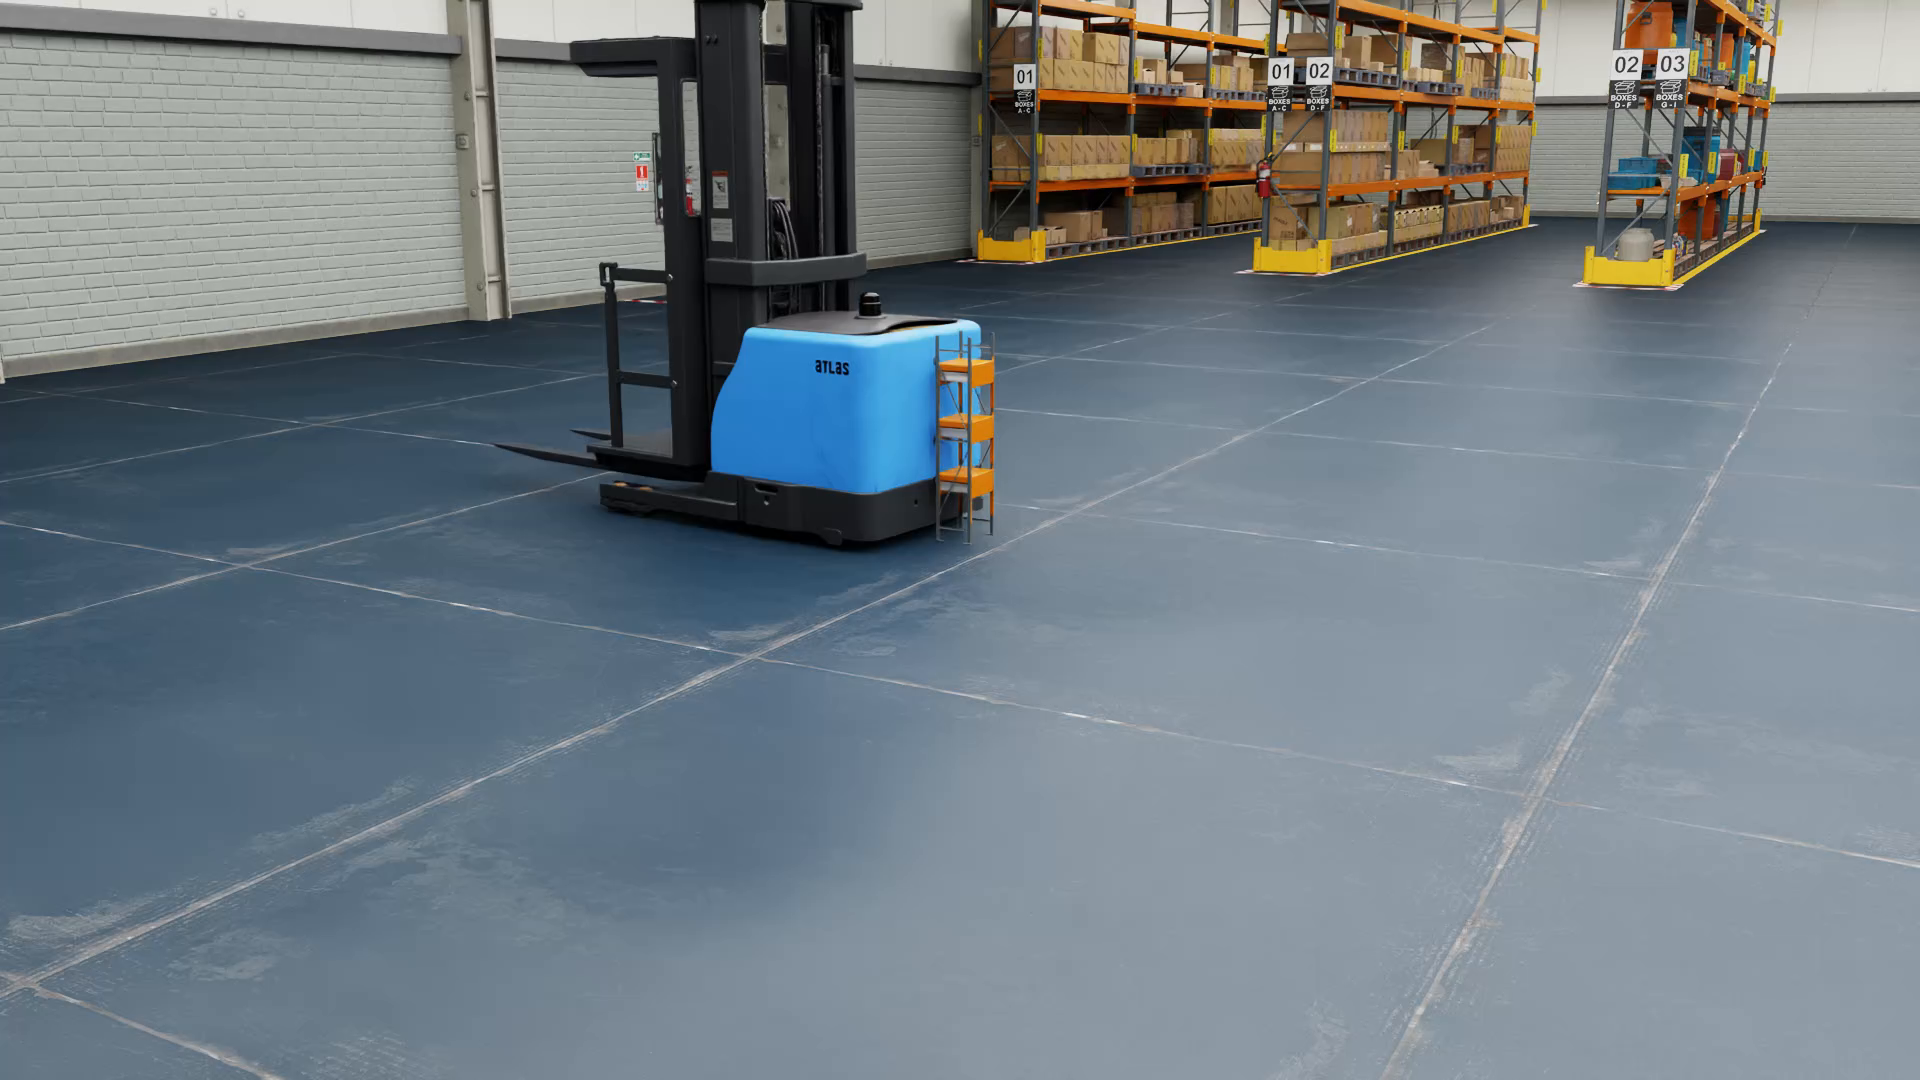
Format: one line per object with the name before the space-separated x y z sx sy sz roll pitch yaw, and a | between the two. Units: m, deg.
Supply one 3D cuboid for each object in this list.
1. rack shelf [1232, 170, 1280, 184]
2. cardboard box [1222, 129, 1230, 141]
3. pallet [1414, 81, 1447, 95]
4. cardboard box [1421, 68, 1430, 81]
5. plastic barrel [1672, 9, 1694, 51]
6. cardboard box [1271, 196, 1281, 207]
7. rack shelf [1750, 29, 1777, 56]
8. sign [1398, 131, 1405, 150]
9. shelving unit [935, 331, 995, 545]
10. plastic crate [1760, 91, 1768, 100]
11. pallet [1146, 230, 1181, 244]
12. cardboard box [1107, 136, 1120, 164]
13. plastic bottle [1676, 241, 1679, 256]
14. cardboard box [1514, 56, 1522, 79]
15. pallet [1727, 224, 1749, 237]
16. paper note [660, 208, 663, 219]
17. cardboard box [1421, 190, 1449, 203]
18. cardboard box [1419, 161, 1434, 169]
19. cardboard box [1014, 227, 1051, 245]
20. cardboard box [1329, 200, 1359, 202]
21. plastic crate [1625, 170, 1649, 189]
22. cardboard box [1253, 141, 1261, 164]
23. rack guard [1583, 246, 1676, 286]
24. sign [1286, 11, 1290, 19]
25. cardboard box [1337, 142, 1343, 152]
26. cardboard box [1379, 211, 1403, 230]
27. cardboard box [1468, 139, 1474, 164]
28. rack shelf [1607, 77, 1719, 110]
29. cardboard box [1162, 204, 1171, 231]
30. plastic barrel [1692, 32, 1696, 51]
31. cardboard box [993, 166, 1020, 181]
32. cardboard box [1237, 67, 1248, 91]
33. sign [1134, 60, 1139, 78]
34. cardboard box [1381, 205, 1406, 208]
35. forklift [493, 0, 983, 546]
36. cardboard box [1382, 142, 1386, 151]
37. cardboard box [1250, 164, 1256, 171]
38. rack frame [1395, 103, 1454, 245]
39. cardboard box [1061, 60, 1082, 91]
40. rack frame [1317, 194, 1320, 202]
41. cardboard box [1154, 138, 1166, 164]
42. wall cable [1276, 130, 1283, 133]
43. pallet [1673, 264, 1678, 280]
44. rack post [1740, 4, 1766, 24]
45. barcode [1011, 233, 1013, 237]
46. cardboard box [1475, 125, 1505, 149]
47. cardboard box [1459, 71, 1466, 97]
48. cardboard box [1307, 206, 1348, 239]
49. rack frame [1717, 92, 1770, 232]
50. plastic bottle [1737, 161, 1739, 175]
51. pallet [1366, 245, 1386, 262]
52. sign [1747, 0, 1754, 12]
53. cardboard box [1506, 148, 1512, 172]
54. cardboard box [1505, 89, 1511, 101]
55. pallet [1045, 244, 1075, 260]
rack shelf | 7.603 -8.736 39.905 1.077 0.370 4.000 7 15 28
cardboard box | 5.407 -8.597 35.301 0.500 0.250 0.500 7 15 27
pallet | 8.253 -8.282 30.488 1.003 0.211 1.213 8 16 31
cardboard box | 8.347 -8.559 30.658 0.500 0.250 0.500 7 15 27
plastic barrel | 10.867 -7.626 25.398 0.600 0.901 0.708 7 15 28
cardboard box | 7.088 -7.806 38.950 0.700 0.500 0.500 8 16 29
rack shelf | 16.276 -10.336 34.593 1.077 0.370 4.000 7 15 28
sign | 7.594 -6.870 28.615 0.100 0.325 0.005 7 15 28
shelving unit | 0.026 -0.521 8.456 0.215 1.050 0.252 7 15 28
plastic crate | 17.016 -9.494 35.566 0.450 0.188 0.336 7 15 28
pallet | 3.733 -6.090 33.343 1.003 0.211 1.213 7 15 28
cardboard box | 2.575 -7.100 30.263 0.500 0.500 0.500 7 15 28
plastic bottle | 10.871 -4.406 25.292 0.097 0.271 0.097 0 14 0
cardboard box | 12.211 -10.614 37.411 0.700 0.500 0.500 7 15 28
pallet | 16.219 -6.604 35.476 1.003 0.211 1.213 7 15 28
paper note | -3.858 -4.265 21.702 0.016 0.148 0.142 7 15 28
cardboard box | 9.802 -7.098 34.372 0.500 0.250 0.500 7 15 27
cardboard box | 8.827 -7.181 32.111 0.500 0.311 0.500 9 16 32
cardboard box | 1.249 -5.252 28.716 0.500 0.311 0.500 6 15 22
cardboard box | 6.609 -5.646 28.923 0.500 0.500 0.500 7 15 28
plastic crate | 9.807 -5.288 24.384 0.499 0.251 0.408 7 15 28
cardboard box | 6.396 -8.649 37.119 0.500 0.500 0.500 8 15 28
rack guard | 9.504 -3.897 23.630 1.175 0.500 0.348 7 15 28
sign | 8.087 -13.008 40.957 0.100 0.325 0.005 7 15 28
cardboard box | 5.799 -6.178 26.164 0.380 0.149 0.250 7 15 28
cardboard box | 7.525 -5.670 29.427 0.500 0.311 0.500 7 15 28
cardboard box | 10.175 -7.998 34.200 0.700 0.500 0.500 3 14 14
rack shelf | 10.475 -6.610 24.685 1.077 0.370 4.000 7 15 28
cardboard box | 3.834 -6.502 33.499 0.700 0.500 0.500 7 15 28
plastic barrel | 11.498 -7.742 26.779 0.600 0.901 0.708 7 15 28
cardboard box | 0.892 -6.268 28.410 0.500 0.250 0.500 8 16 29
cardboard box | 5.903 -10.106 36.502 0.700 0.500 0.500 7 15 27
sign | 3.248 -8.684 30.650 0.100 0.325 0.005 7 15 28
cardboard box | 8.284 -6.251 31.838 0.500 0.311 0.500 7 15 27
forklift | -1.372 -1.642 9.091 3.031 2.935 1.130 9 16 34
cardboard box | 7.042 -6.707 28.356 0.380 0.149 0.250 7 15 27
cardboard box | 6.379 -8.298 37.047 0.380 0.149 0.250 7 15 28
rack frame | 9.041 -7.294 32.390 1.000 3.000 0.127 7 15 28
cardboard box | 1.754 -7.983 28.592 0.500 0.500 0.500 8 16 31
rack frame | 8.570 -9.496 41.522 1.000 3.000 0.127 7 15 28
cardboard box | 3.612 -7.650 32.711 0.700 0.500 0.500 10 17 36
wall cable | 8.361 -10.360 42.938 0.084 1.984 1.851 7 15 28
pallet | 9.901 -3.922 24.353 1.003 0.211 1.213 7 15 28
rack post | 14.442 -9.797 31.036 0.937 0.300 0.954 9 16 34
barcode | 0.907 -5.305 28.919 0.001 0.075 0.075 7 15 28
cardboard box | 11.449 -8.714 35.933 0.500 0.500 0.500 8 16 29
cardboard box | 9.469 -8.999 32.847 0.910 0.500 0.500 7 15 28
cardboard box | 5.868 -5.073 26.545 0.500 0.500 0.500 7 15 28
rack frame | 17.243 -8.374 36.867 1.000 3.000 0.127 7 15 28
plastic bottle | 15.151 -7.303 32.532 0.144 0.351 0.185 7 15 28
pallet | 6.686 -4.960 28.655 1.003 0.211 1.213 7 15 28
sign | 13.860 -9.431 29.141 0.100 0.325 0.005 7 15 28
cardboard box | 11.948 -8.445 36.949 0.500 0.500 0.500 7 15 28
cardboard box | 11.672 -9.674 36.181 0.500 0.250 0.500 7 15 28
pallet | 1.296 -5.036 28.973 1.003 0.211 1.213 7 15 28
